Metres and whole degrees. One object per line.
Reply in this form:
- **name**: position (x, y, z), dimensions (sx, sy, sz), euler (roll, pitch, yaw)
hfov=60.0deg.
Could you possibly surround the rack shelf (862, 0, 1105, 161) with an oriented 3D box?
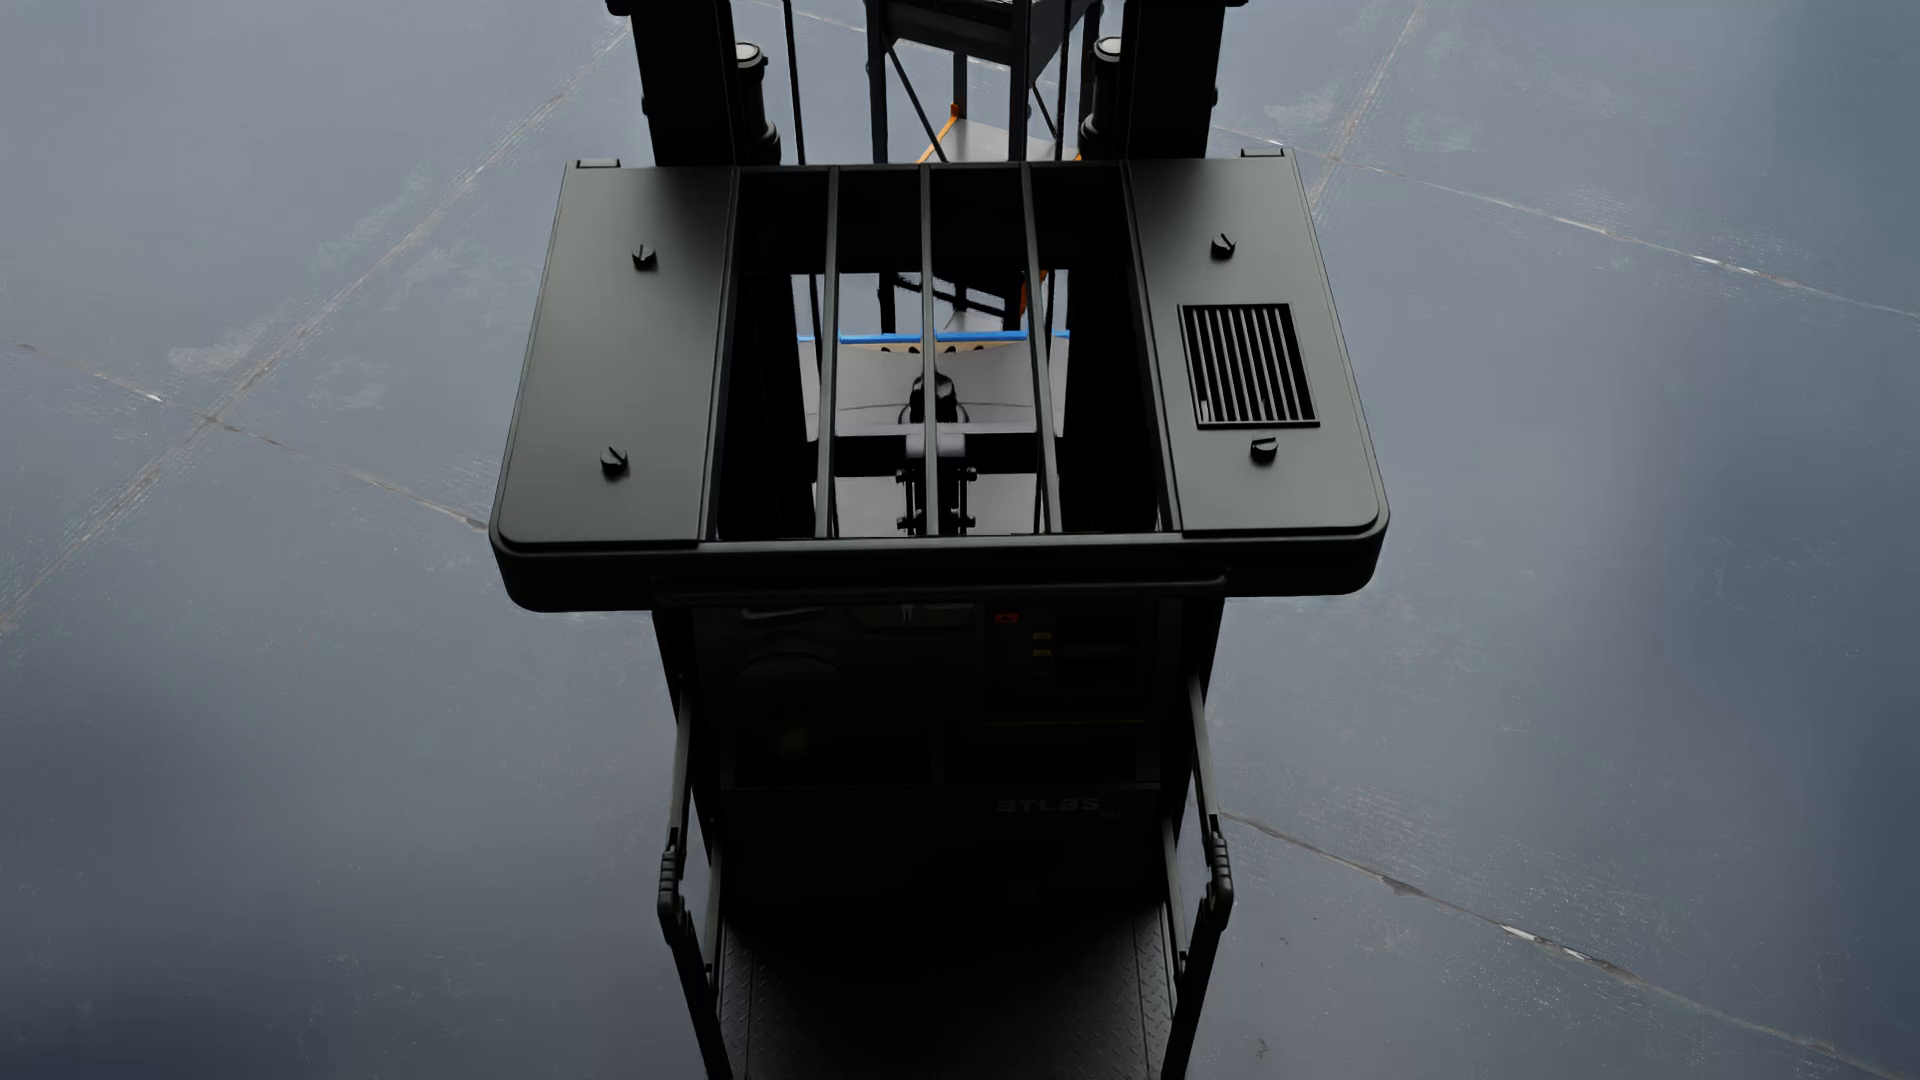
- **rack shelf**: position (0.067, -1.259, 4.042), dimensions (0.431, 0.518, 0.480), euler (19, 52, 15)

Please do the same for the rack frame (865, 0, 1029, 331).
- **rack frame**: position (-0.033, -0.645, 4.420), dimensions (0.400, 2.100, 0.015), euler (19, 52, 15)

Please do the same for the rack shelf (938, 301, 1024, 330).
- **rack shelf**: position (0.067, -0.352, 5.108), dimensions (0.431, 0.518, 0.480), euler (19, 52, 15)

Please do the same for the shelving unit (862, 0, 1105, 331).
- **shelving unit**: position (0.067, -0.814, 4.564), dimensions (0.431, 2.100, 0.503), euler (19, 52, 15)

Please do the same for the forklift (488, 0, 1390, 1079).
- **forklift**: position (-0.034, 0.324, 3.050), dimensions (1.130, 2.935, 3.031), euler (-1, 50, -1)

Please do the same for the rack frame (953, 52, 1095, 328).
- **rack frame**: position (0.167, -0.984, 4.708), dimensions (0.400, 2.100, 0.015), euler (19, 52, 15)

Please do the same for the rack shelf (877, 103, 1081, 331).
- **rack shelf**: position (0.067, -0.806, 4.575), dimensions (0.431, 0.518, 0.480), euler (19, 52, 15)
